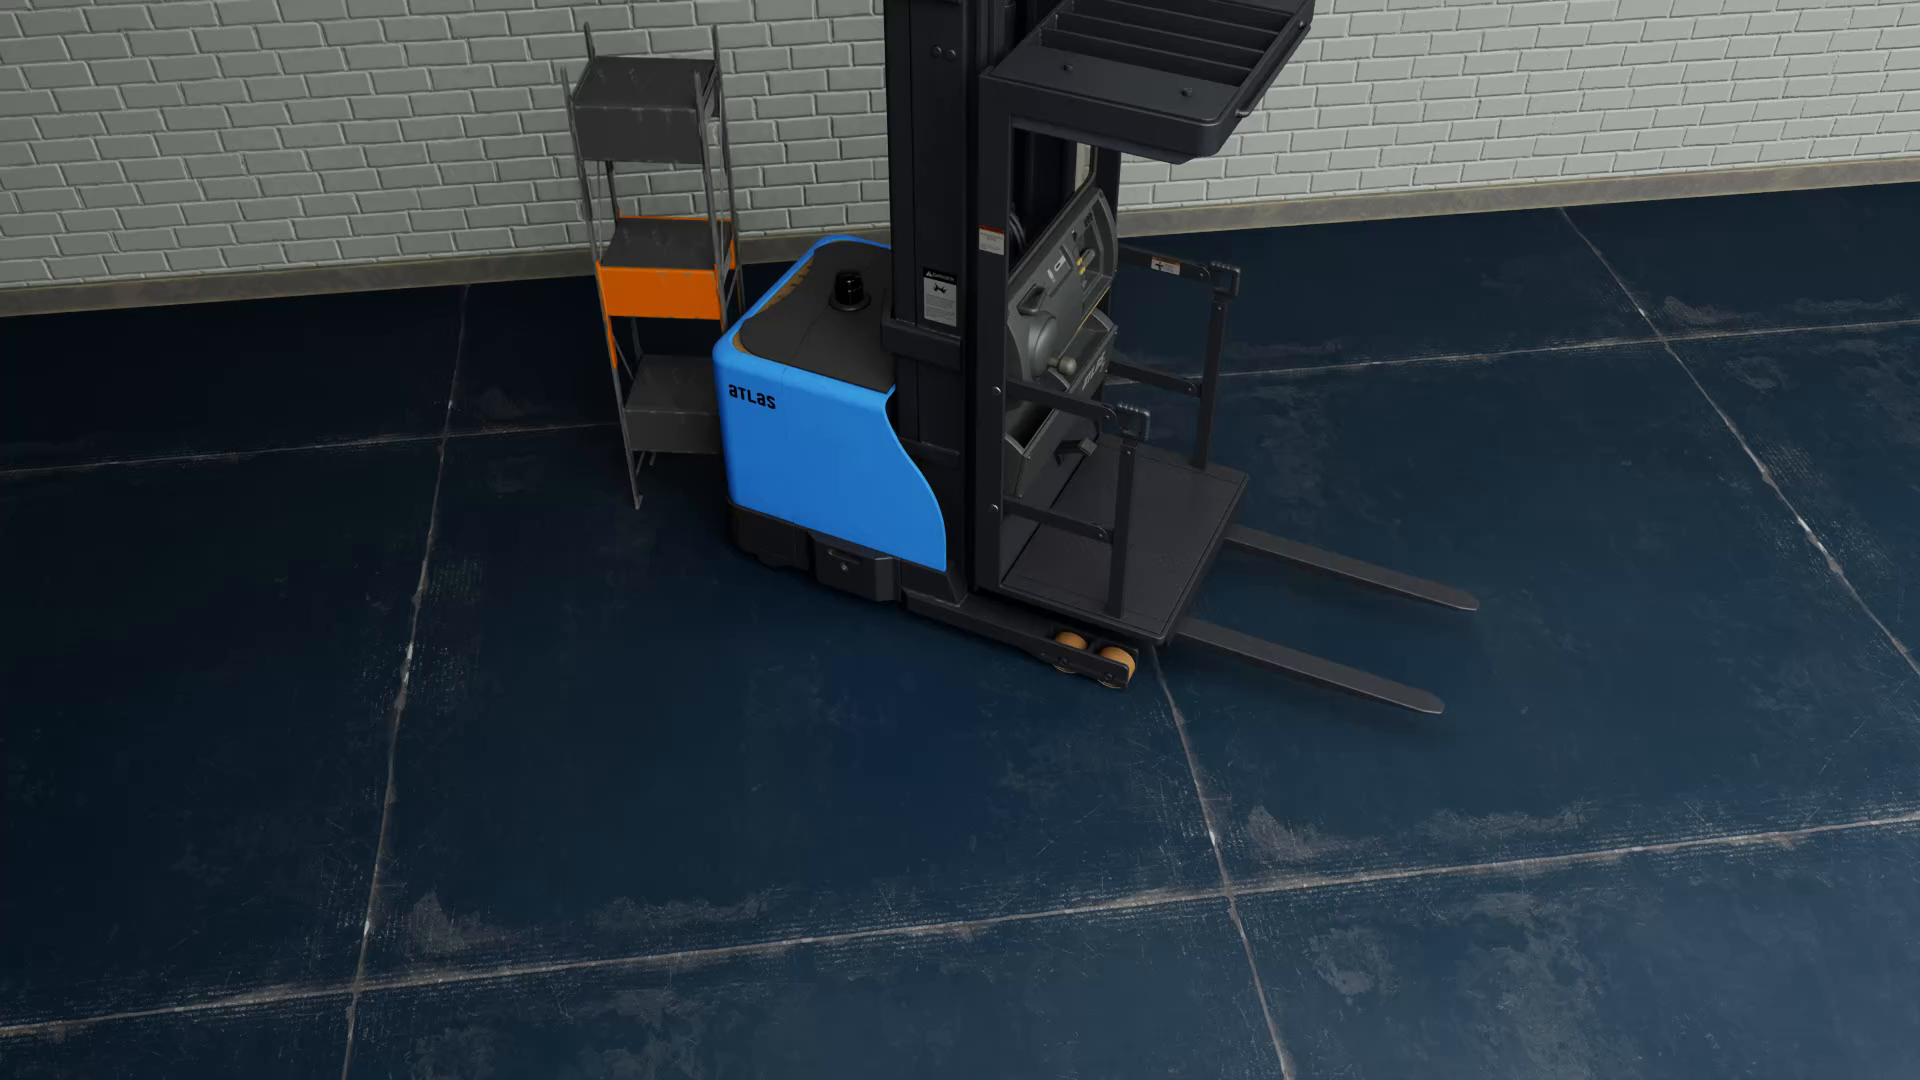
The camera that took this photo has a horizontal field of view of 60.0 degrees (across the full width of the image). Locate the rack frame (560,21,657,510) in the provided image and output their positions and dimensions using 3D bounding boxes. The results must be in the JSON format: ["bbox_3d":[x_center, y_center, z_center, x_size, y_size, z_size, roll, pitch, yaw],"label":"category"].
[{"bbox_3d":[-1.423,-1.048,6.844,0.015,2.100,0.400,2,42,3],"label":"rack frame"}]

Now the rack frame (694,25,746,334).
[{"bbox_3d":[-0.936,-1.027,6.821,0.015,2.100,0.400,2,42,3],"label":"rack frame"}]

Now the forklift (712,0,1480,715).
[{"bbox_3d":[0.567,-0.909,6.070,3.031,2.935,1.130,18,45,18],"label":"forklift"}]

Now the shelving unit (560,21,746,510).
[{"bbox_3d":[-1.180,-1.038,6.833,0.503,2.100,0.431,2,42,3],"label":"shelving unit"}]

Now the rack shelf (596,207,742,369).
[{"bbox_3d":[-1.180,-1.028,6.842,0.480,0.518,0.431,2,42,3],"label":"rack shelf"}]

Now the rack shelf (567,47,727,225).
[{"bbox_3d":[-1.180,-1.547,6.373,0.480,0.518,0.431,2,42,3],"label":"rack shelf"}]

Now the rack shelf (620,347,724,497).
[{"bbox_3d":[-1.180,-0.508,7.311,0.480,0.518,0.431,2,42,3],"label":"rack shelf"}]

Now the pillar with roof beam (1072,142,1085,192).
[{"bbox_3d":[0.968,-2.013,2.763,0.400,9.000,9.100,-5,42,-6],"label":"pillar with roof beam"}]
